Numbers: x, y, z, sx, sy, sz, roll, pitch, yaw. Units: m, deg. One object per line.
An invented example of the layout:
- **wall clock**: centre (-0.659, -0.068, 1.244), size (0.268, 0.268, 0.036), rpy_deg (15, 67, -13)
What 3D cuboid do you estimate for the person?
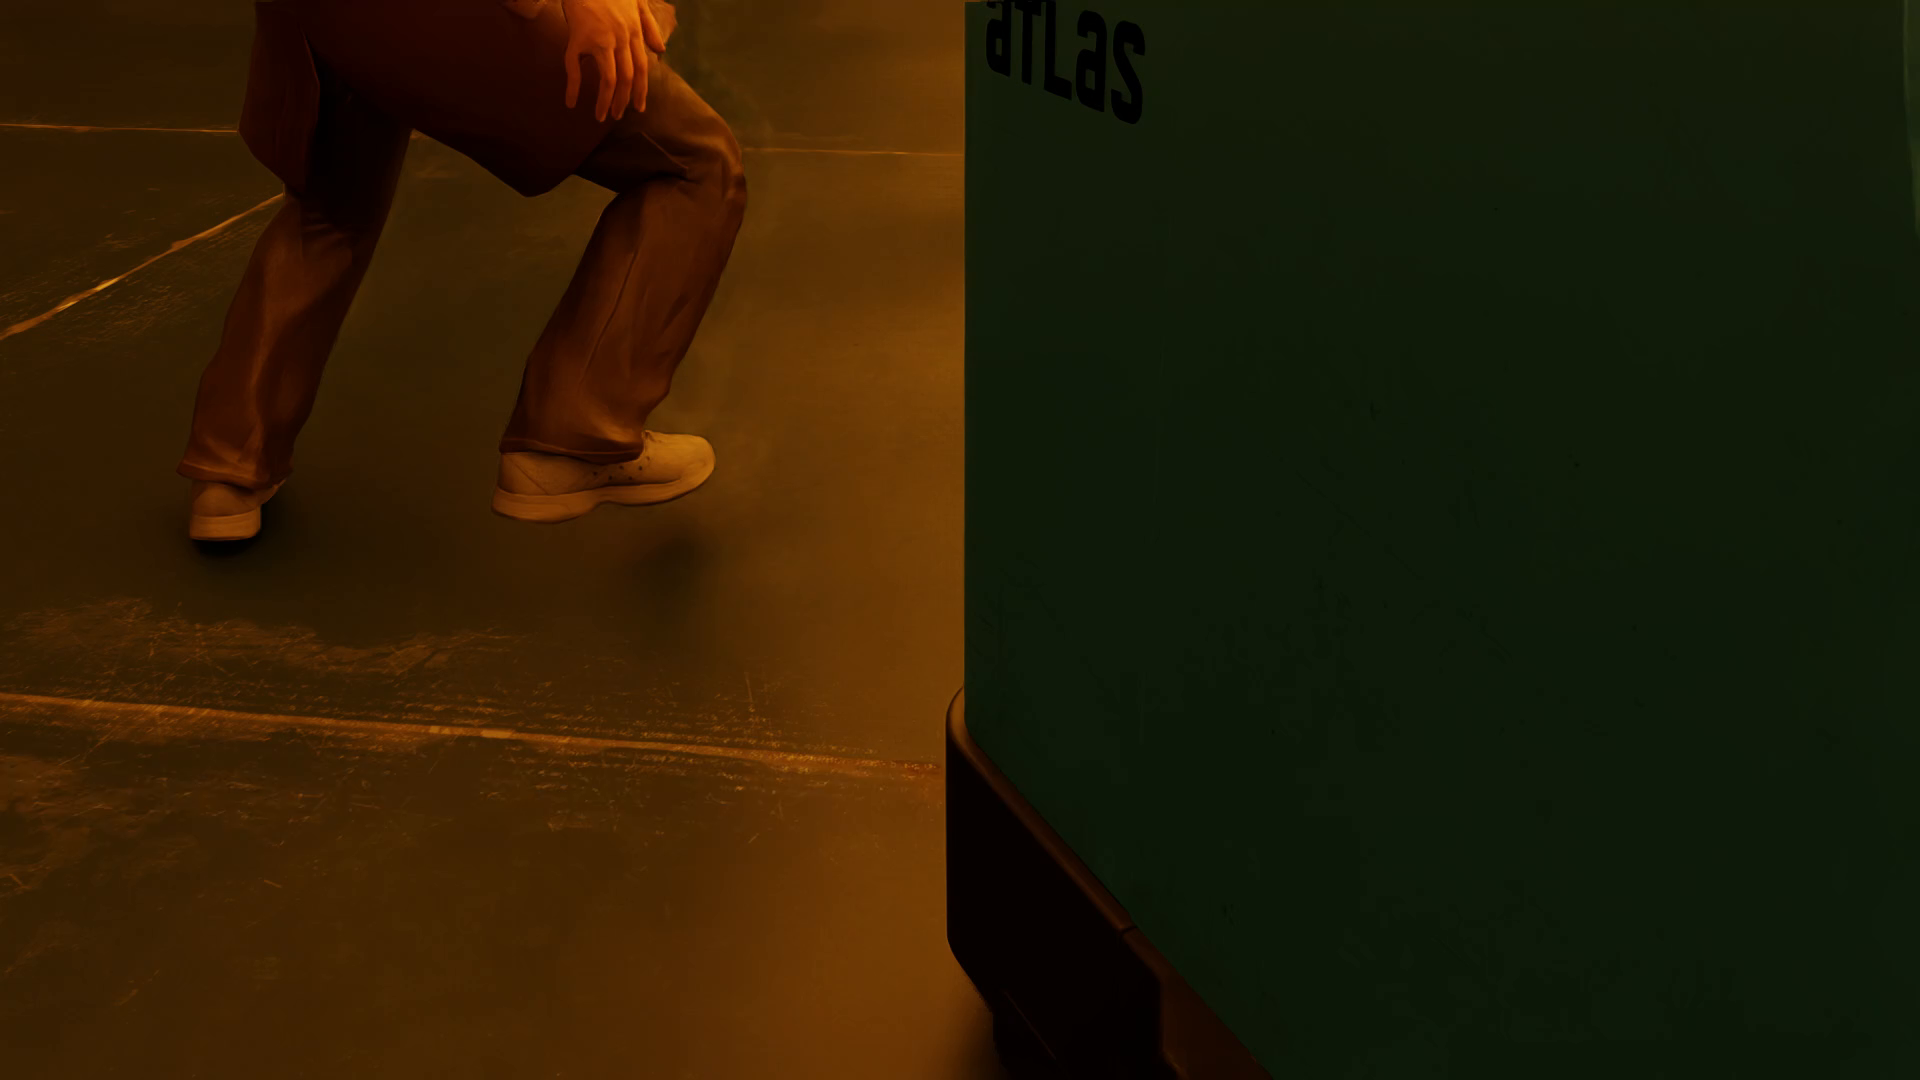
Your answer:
- **person**: centre (-0.779, -0.764, 2.223), size (0.990, 1.658, 0.671), rpy_deg (21, 33, 36)
